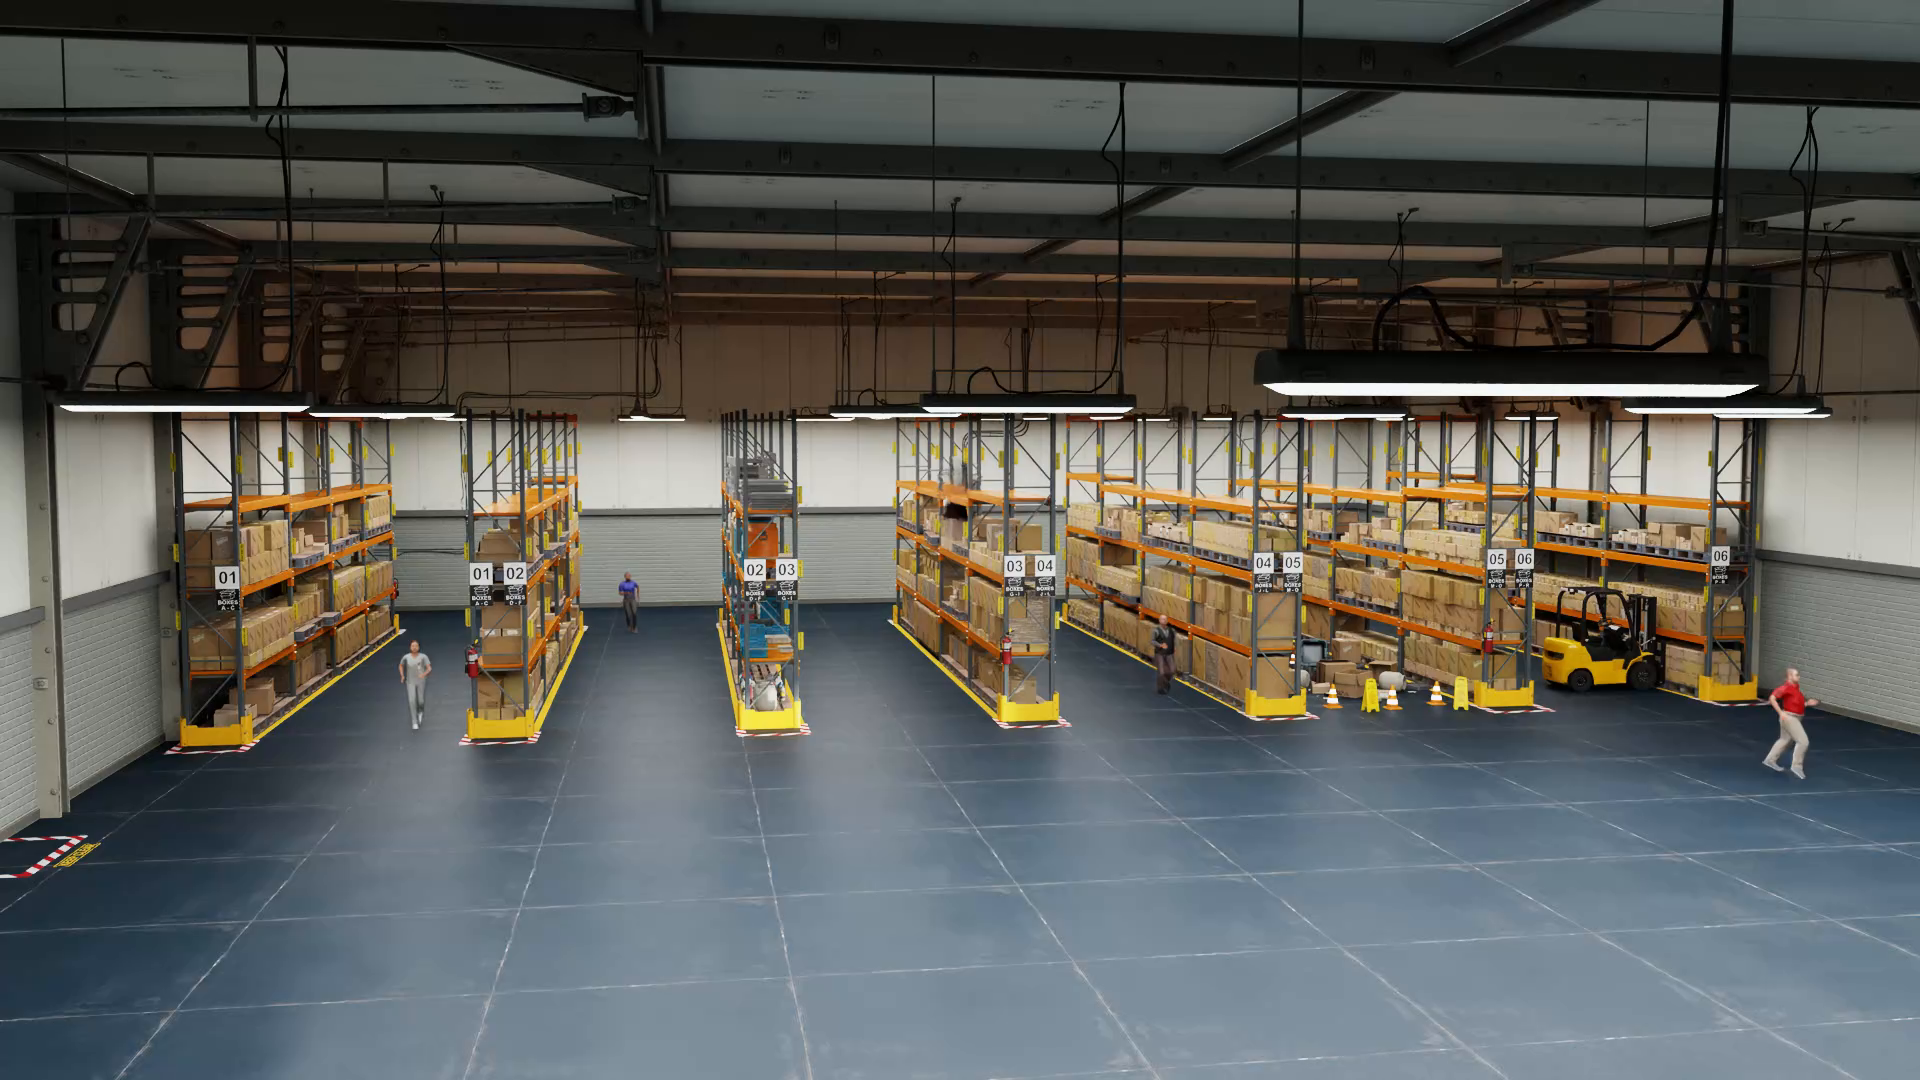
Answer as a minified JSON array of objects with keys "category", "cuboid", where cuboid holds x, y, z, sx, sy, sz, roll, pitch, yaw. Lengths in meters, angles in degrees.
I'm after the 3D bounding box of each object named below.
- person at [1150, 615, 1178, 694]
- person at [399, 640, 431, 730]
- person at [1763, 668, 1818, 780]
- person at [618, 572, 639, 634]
[{"category":"person","cuboid":[4.338,2.425,35.145,0.645,1.681,0.592,-1,4,-12]},{"category":"person","cuboid":[-10.272,2.698,31.354,0.592,1.647,0.907,-1,4,-17]},{"category":"person","cuboid":[13.508,2.989,27.028,0.773,1.800,0.632,3,5,34]},{"category":"person","cuboid":[-9.081,1.726,45.605,0.569,1.700,0.704,-1,4,-14]}]
